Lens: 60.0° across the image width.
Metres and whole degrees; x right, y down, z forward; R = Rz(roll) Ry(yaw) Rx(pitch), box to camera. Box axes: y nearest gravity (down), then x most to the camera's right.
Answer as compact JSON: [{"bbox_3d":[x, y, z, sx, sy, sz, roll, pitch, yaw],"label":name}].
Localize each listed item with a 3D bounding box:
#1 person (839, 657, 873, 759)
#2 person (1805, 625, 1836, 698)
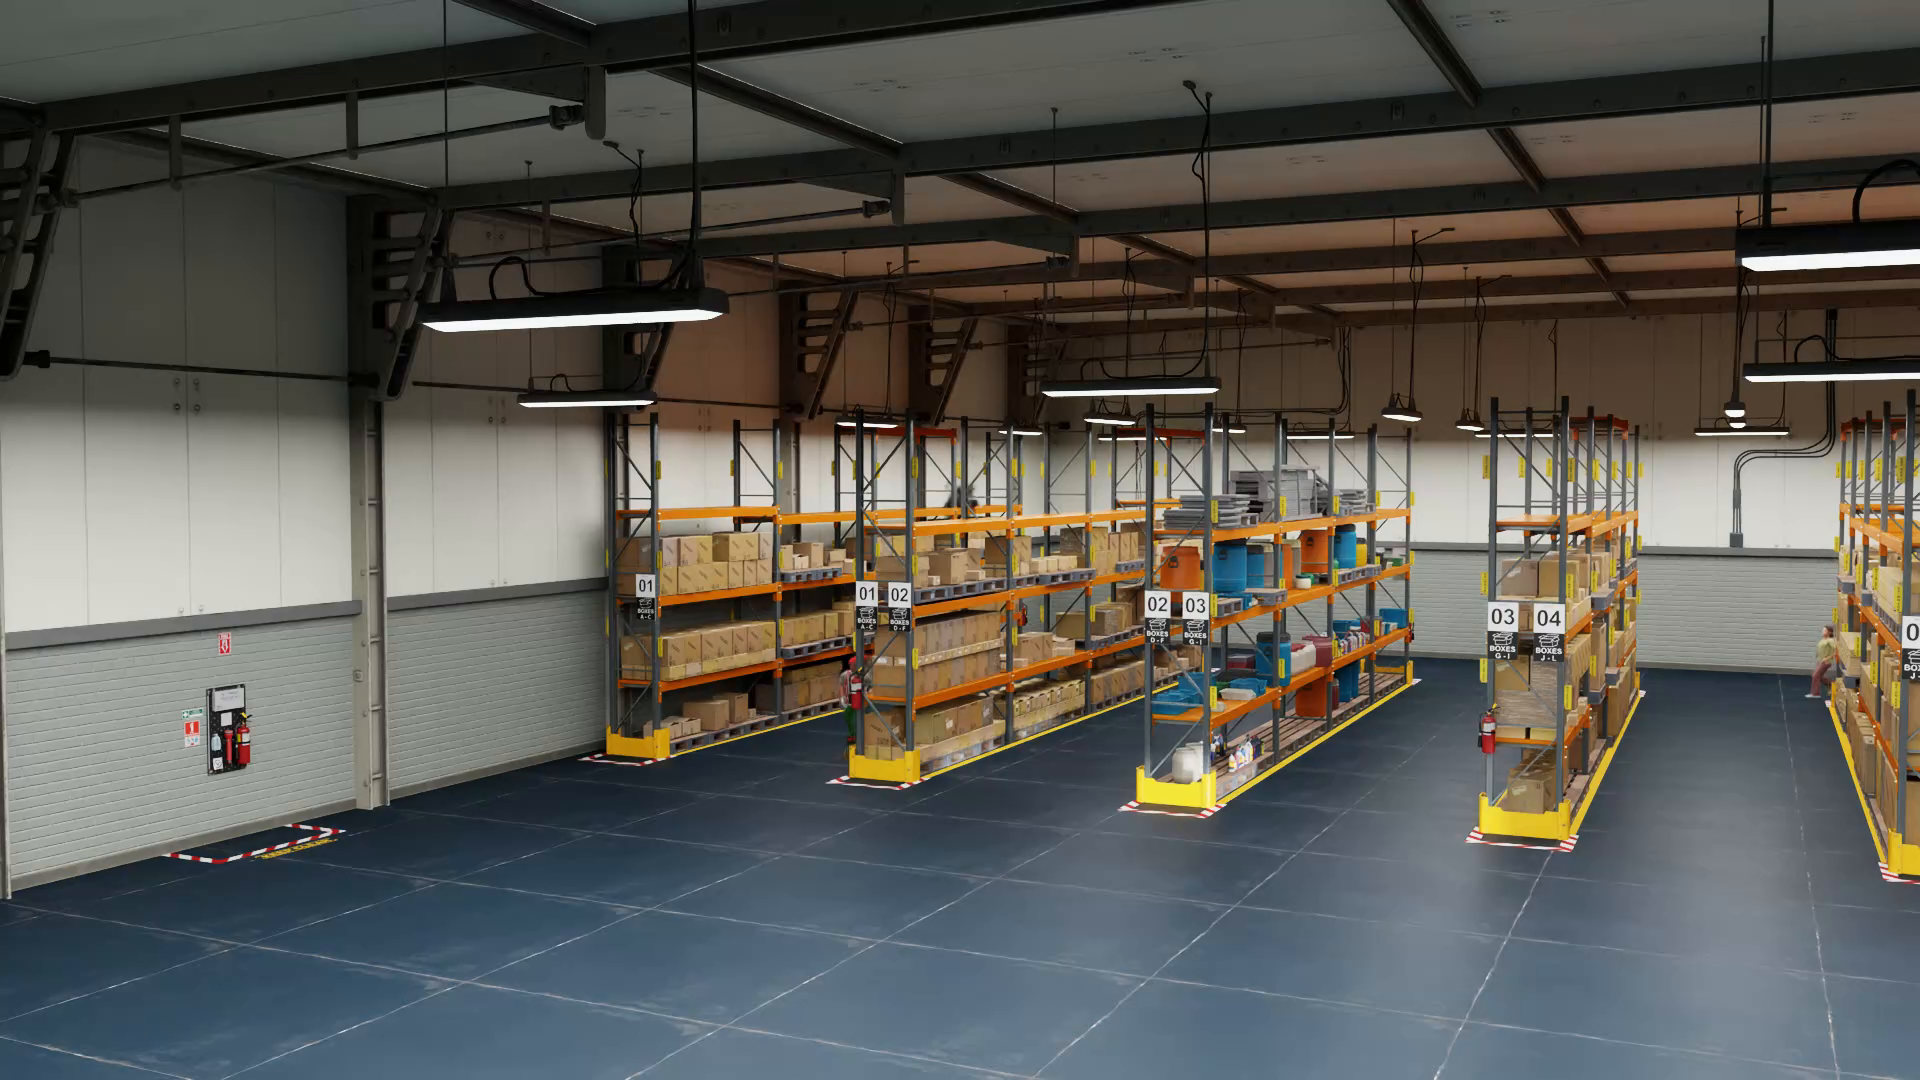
[{"bbox_3d":[-1.812,2.870,29.206,0.659,1.676,0.928,1,3,21],"label":"person"},{"bbox_3d":[18.893,2.666,36.223,0.705,1.631,0.640,0,2,5],"label":"person"}]
